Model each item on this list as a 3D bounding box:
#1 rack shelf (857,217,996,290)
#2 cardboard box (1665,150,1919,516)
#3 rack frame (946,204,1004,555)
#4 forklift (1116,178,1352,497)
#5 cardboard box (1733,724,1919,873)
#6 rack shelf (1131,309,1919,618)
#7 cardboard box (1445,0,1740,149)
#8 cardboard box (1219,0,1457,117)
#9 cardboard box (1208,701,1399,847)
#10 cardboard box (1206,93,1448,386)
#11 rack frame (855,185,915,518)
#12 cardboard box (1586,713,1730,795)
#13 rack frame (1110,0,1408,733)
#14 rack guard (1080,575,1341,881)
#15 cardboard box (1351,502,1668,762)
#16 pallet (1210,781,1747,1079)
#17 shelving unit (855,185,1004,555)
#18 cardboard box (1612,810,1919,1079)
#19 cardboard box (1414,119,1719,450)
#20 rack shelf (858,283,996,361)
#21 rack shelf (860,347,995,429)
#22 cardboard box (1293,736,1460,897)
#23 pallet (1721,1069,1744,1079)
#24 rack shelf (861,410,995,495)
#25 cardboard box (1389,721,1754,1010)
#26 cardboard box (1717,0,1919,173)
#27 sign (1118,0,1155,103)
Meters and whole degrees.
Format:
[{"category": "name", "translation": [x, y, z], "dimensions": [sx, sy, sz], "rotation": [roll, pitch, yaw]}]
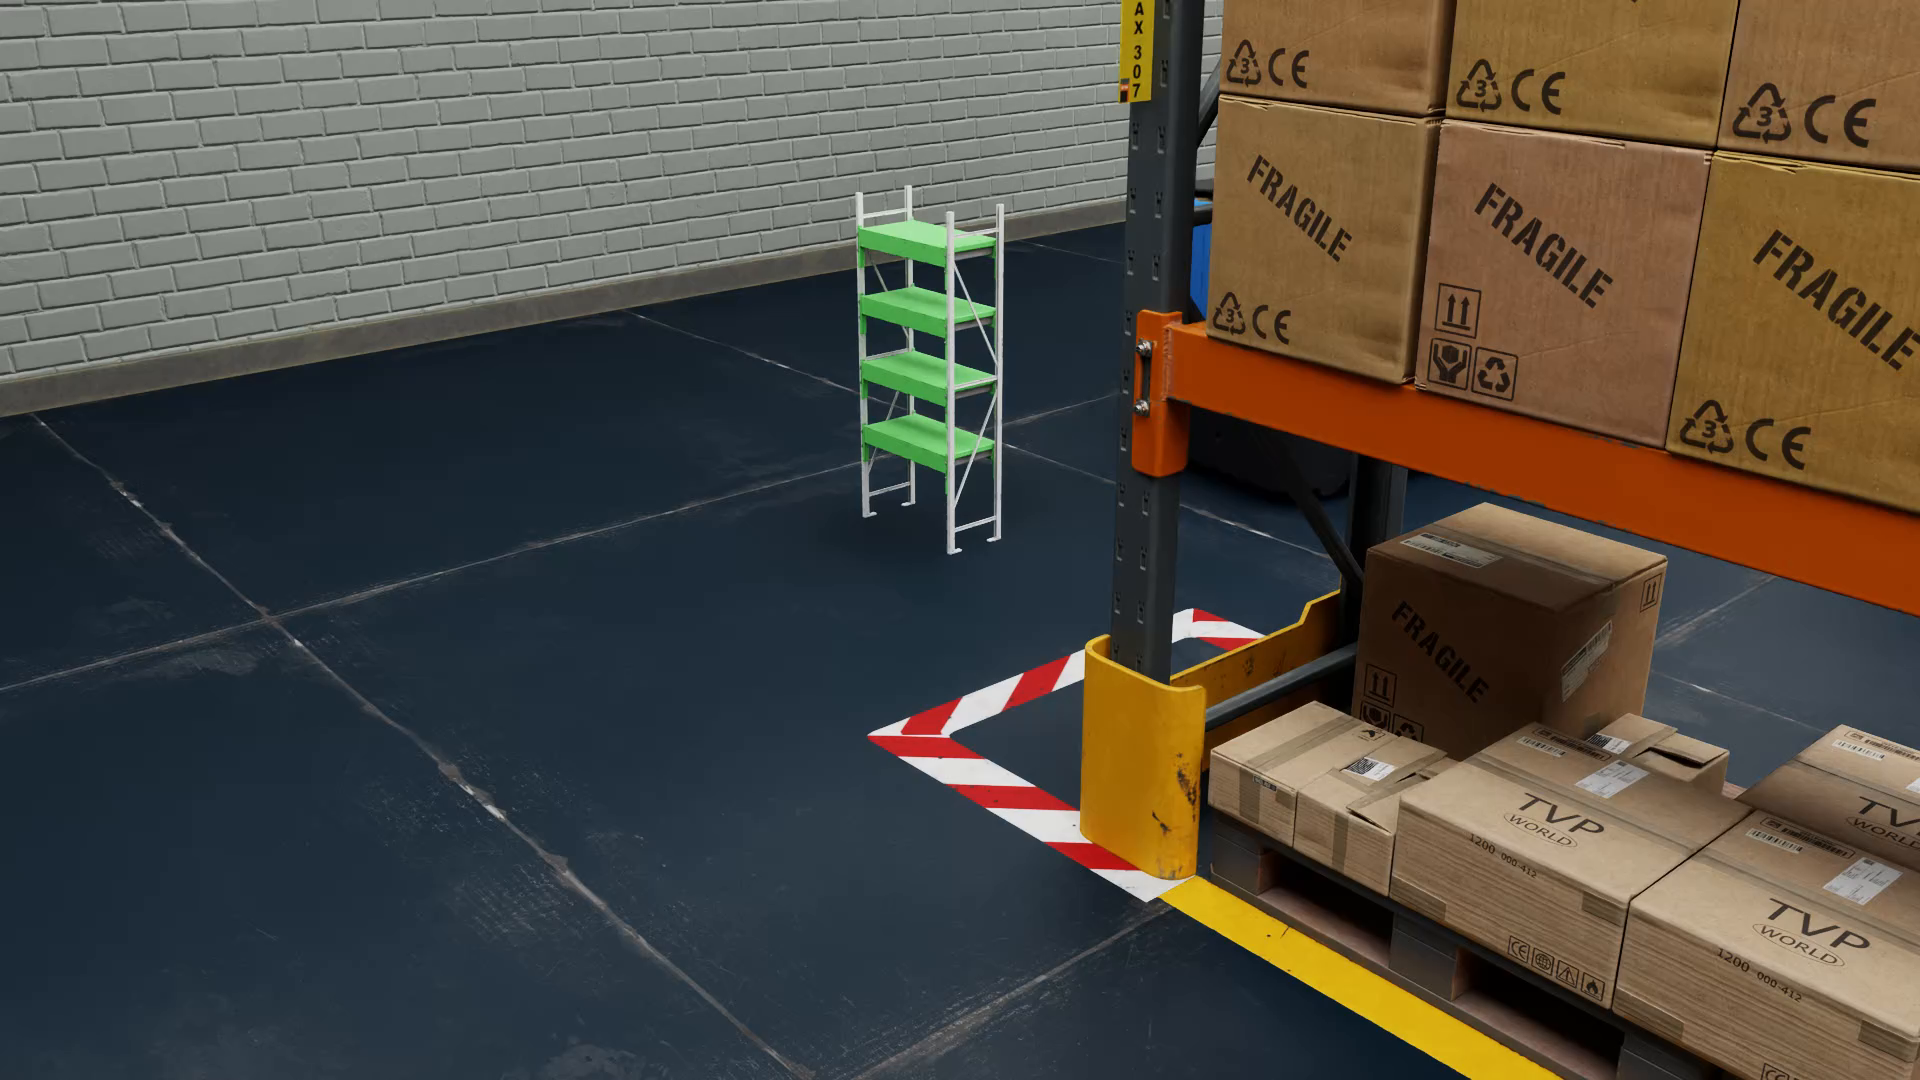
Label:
[{"category": "rack shelf", "translation": [-0.108, -0.992, 5.730], "dimensions": [0.258, 0.148, 0.480], "rotation": [-17, 27, -37]}, {"category": "cardboard box", "translation": [1.533, -0.370, 2.679], "dimensions": [0.500, 0.500, 0.500], "rotation": [-18, 27, -38]}, {"category": "rack frame", "translation": [0.051, -0.537, 5.710], "dimensions": [0.240, 1.200, 0.015], "rotation": [-17, 27, -37]}, {"category": "forklift", "translation": [2.153, -1.932, 6.897], "dimensions": [3.031, 2.935, 1.130], "rotation": [-14, 26, -32]}, {"category": "cardboard box", "translation": [1.916, 0.647, 3.386], "dimensions": [0.500, 0.250, 0.500], "rotation": [-17, 27, -37]}, {"category": "rack shelf", "translation": [2.082, 0.098, 2.608], "dimensions": [1.077, 0.370, 4.000], "rotation": [-17, 27, -37]}, {"category": "cardboard box", "translation": [1.213, -0.974, 2.849], "dimensions": [0.500, 0.500, 0.500], "rotation": [-17, 27, -37]}, {"category": "cardboard box", "translation": [0.867, -1.116, 3.213], "dimensions": [0.500, 0.500, 0.500], "rotation": [-16, 27, -36]}, {"category": "cardboard box", "translation": [0.790, 0.530, 3.823], "dimensions": [0.380, 0.149, 0.250], "rotation": [-17, 27, -37]}, {"category": "cardboard box", "translation": [0.867, -0.651, 3.396], "dimensions": [0.500, 0.500, 0.500], "rotation": [-17, 27, -36]}, {"category": "rack frame", "translation": [-0.267, -0.672, 6.054], "dimensions": [0.240, 1.200, 0.015], "rotation": [-17, 27, -37]}, {"category": "cardboard box", "translation": [1.514, 0.550, 3.749], "dimensions": [0.380, 0.166, 0.250], "rotation": [-17, 27, -37]}, {"category": "rack frame", "translation": [0.777, -0.790, 3.887], "dimensions": [1.000, 3.000, 0.127], "rotation": [-17, 27, -37]}, {"category": "rack guard", "translation": [0.826, 0.395, 4.289], "dimensions": [1.175, 0.500, 0.348], "rotation": [-17, 27, -37]}, {"category": "cardboard box", "translation": [1.318, 0.261, 4.029], "dimensions": [0.500, 0.500, 0.500], "rotation": [-17, 27, -37]}, {"category": "pallet", "translation": [1.347, 0.750, 3.780], "dimensions": [1.003, 0.211, 1.213], "rotation": [-17, 27, -37]}, {"category": "shelving unit", "translation": [-0.108, -0.604, 5.882], "dimensions": [0.258, 1.200, 0.503], "rotation": [-17, 27, -37]}, {"category": "cardboard box", "translation": [1.569, 0.780, 3.047], "dimensions": [0.500, 0.250, 0.500], "rotation": [-17, 27, -37]}, {"category": "cardboard box", "translation": [1.207, -0.510, 3.035], "dimensions": [0.500, 0.500, 0.500], "rotation": [-18, 28, -38]}, {"category": "rack shelf", "translation": [-0.108, -0.768, 5.818], "dimensions": [0.258, 0.148, 0.480], "rotation": [-17, 27, -37]}, {"category": "rack shelf", "translation": [-0.108, -0.545, 5.905], "dimensions": [0.258, 0.148, 0.480], "rotation": [-17, 27, -37]}, {"category": "cardboard box", "translation": [0.953, 0.591, 3.643], "dimensions": [0.380, 0.166, 0.250], "rotation": [-17, 27, -37]}, {"category": "pallet", "translation": [2.140, 1.087, 2.920], "dimensions": [1.003, 0.211, 1.213], "rotation": [-17, 27, -37]}, {"category": "rack shelf", "translation": [-0.108, -0.321, 5.993], "dimensions": [0.258, 0.148, 0.480], "rotation": [-17, 27, -37]}, {"category": "cardboard box", "translation": [1.243, 0.642, 3.400], "dimensions": [0.500, 0.250, 0.500], "rotation": [-17, 27, -37]}, {"category": "cardboard box", "translation": [1.536, -0.834, 2.493], "dimensions": [0.500, 0.500, 0.500], "rotation": [-17, 27, -37]}, {"category": "sign", "translation": [0.366, -1.064, 3.399], "dimensions": [0.100, 0.325, 0.005], "rotation": [-17, 27, -37]}]
